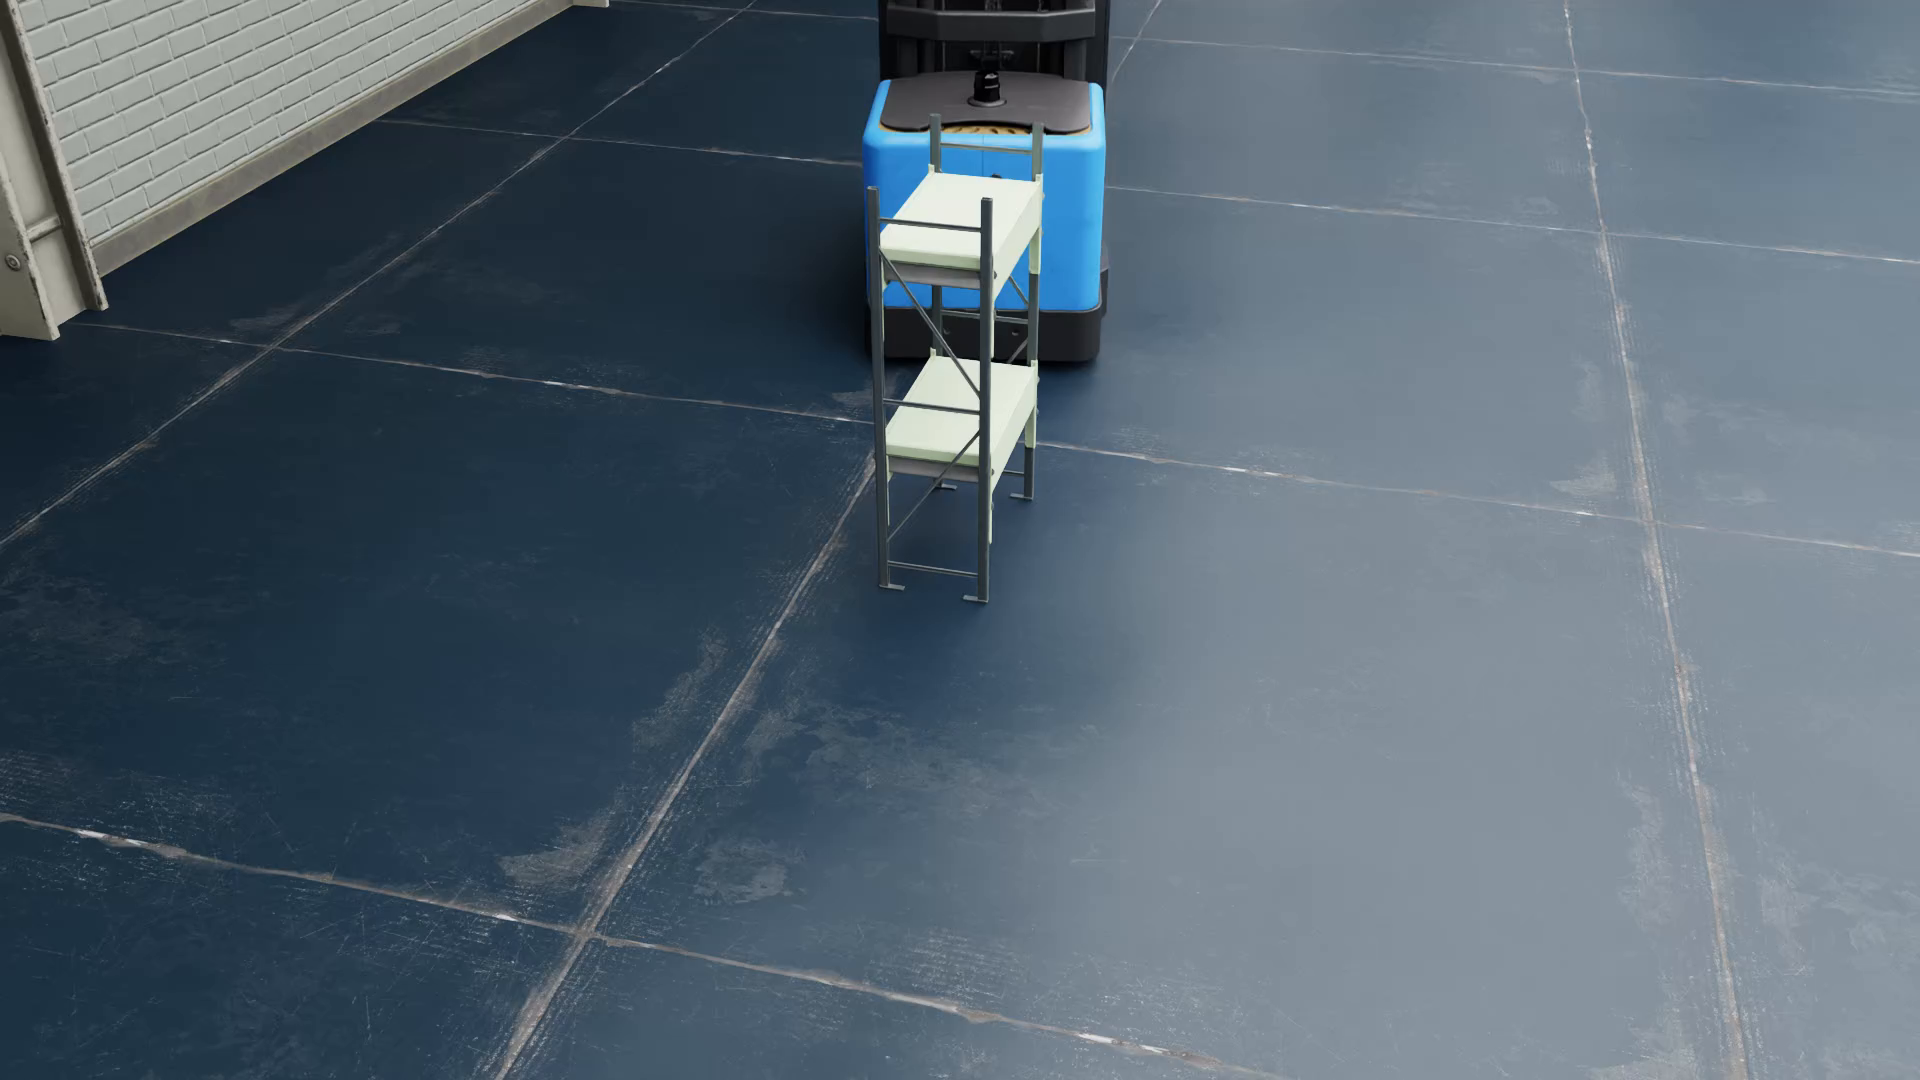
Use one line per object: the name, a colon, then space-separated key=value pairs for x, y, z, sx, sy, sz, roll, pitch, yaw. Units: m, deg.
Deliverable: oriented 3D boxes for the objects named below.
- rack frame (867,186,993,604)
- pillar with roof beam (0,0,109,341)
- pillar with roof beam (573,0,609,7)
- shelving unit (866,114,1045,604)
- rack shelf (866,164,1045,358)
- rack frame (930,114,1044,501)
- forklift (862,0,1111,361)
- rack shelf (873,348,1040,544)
rack frame: x=-0.095 y=-0.440 z=5.543 sx=0.400 sy=1.500 sz=0.023 roll=8 pitch=33 yaw=12
pillar with roof beam: x=-0.138 y=-4.259 z=4.561 sx=9.100 sy=9.000 sz=0.400 roll=8 pitch=33 yaw=12
pillar with roof beam: x=1.384 y=-7.372 z=9.459 sx=9.100 sy=9.000 sz=0.400 roll=8 pitch=33 yaw=12
shelving unit: x=-0.002 y=-0.629 z=5.842 sx=0.431 sy=1.500 sz=0.755 roll=8 pitch=33 yaw=12
rack shelf: x=-0.002 y=-0.959 z=5.633 sx=0.431 sy=0.370 sz=0.720 roll=8 pitch=33 yaw=12
rack frame: x=0.091 y=-0.819 z=6.141 sx=0.400 sy=1.500 sz=0.023 roll=8 pitch=33 yaw=12
forklift: x=0.173 y=-2.788 z=7.904 sx=1.130 sy=2.935 sz=3.031 roll=2 pitch=32 yaw=3
rack shelf: x=-0.002 y=-0.354 z=6.017 sx=0.431 sy=0.370 sz=0.720 roll=8 pitch=33 yaw=12
